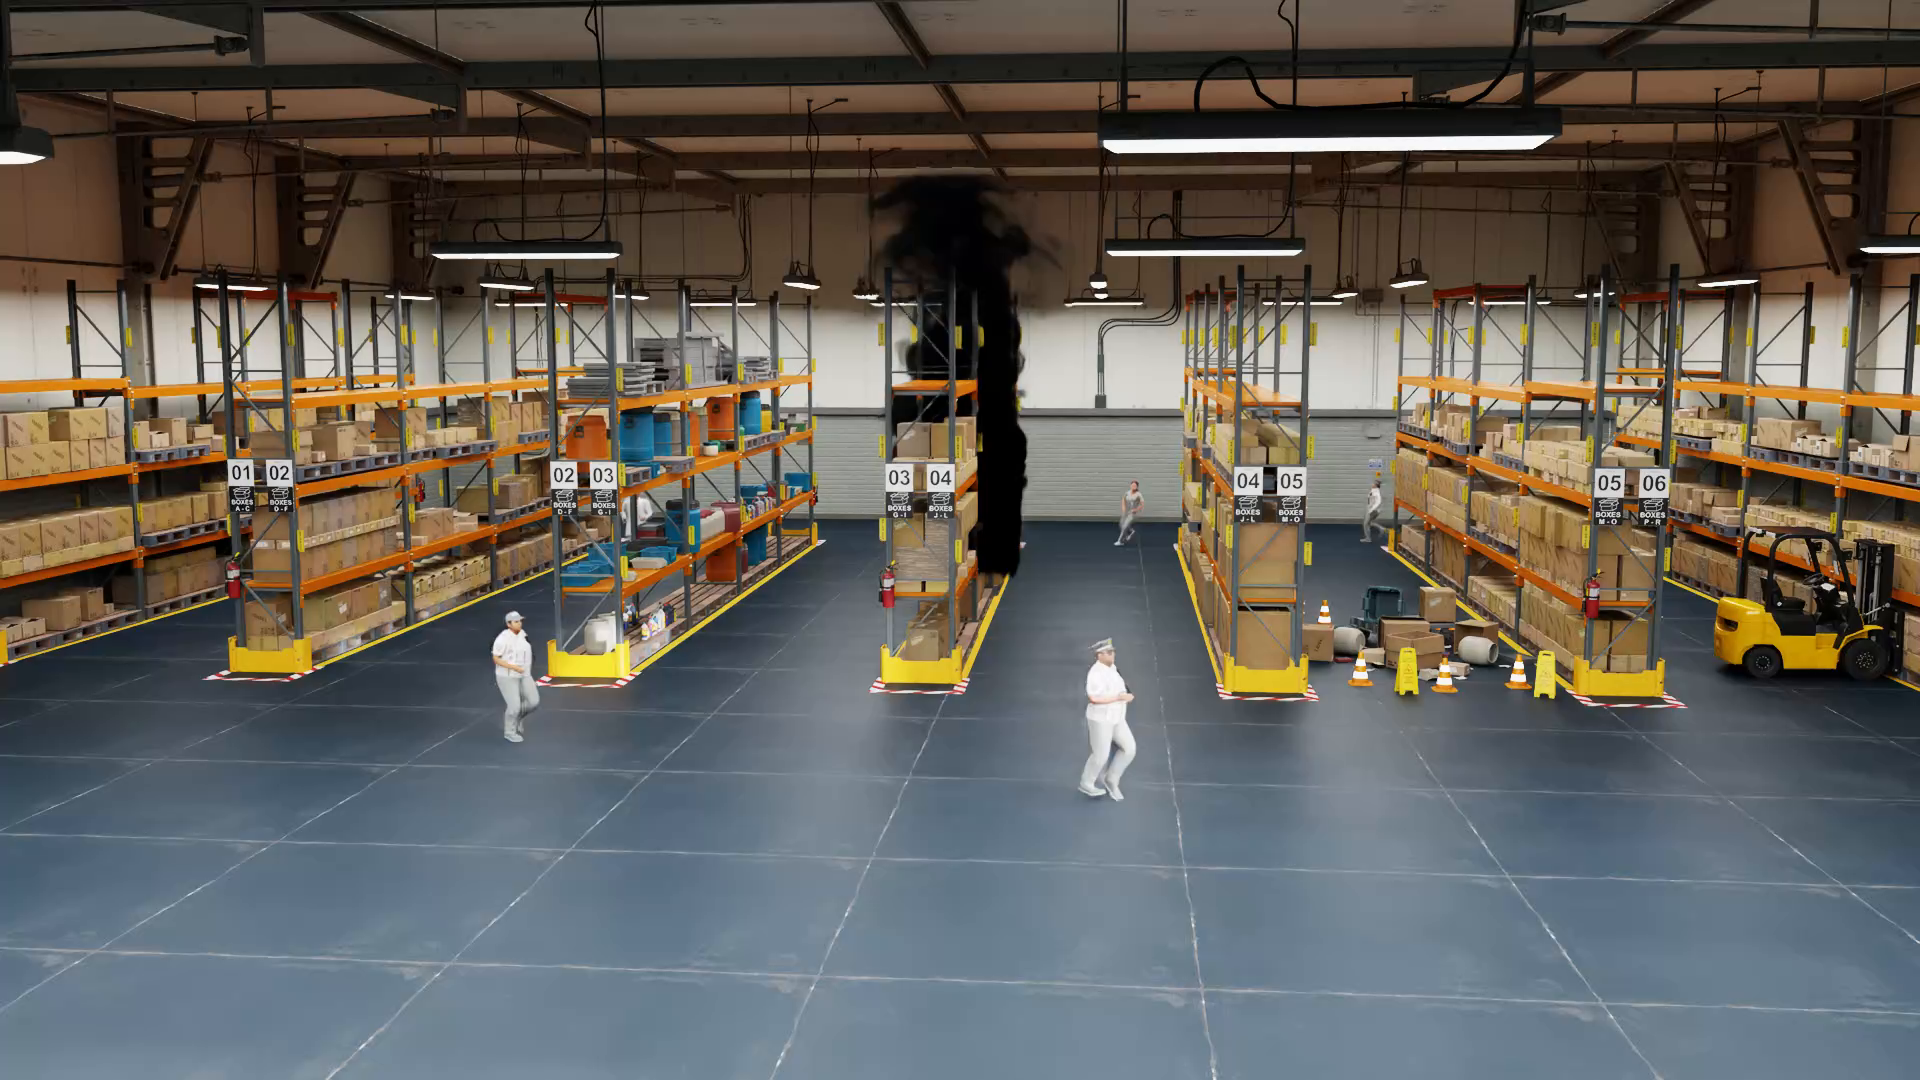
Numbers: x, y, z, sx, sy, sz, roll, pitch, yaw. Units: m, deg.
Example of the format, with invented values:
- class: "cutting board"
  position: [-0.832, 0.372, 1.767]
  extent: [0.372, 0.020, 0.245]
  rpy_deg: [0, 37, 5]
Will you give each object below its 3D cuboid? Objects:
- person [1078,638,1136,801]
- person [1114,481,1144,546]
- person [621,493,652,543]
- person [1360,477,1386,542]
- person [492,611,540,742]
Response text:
- class: "person"
  position: [1.620, 1.962, 17.987]
  extent: [0.696, 1.826, 0.641]
  rpy_deg: [5, 9, 37]
- class: "person"
  position: [4.161, -0.652, 40.121]
  extent: [0.650, 1.576, 0.647]
  rpy_deg: [5, 9, 36]
- class: "person"
  position: [-7.132, -0.299, 36.574]
  extent: [0.715, 1.733, 0.812]
  rpy_deg: [-1, 7, -5]
- class: "person"
  position: [10.099, -0.723, 40.506]
  extent: [0.613, 1.624, 0.660]
  rpy_deg: [1, 7, 8]
- class: "person"
  position: [-5.506, 1.698, 20.647]
  extent: [0.500, 1.632, 0.590]
  rpy_deg: [5, 8, 33]
